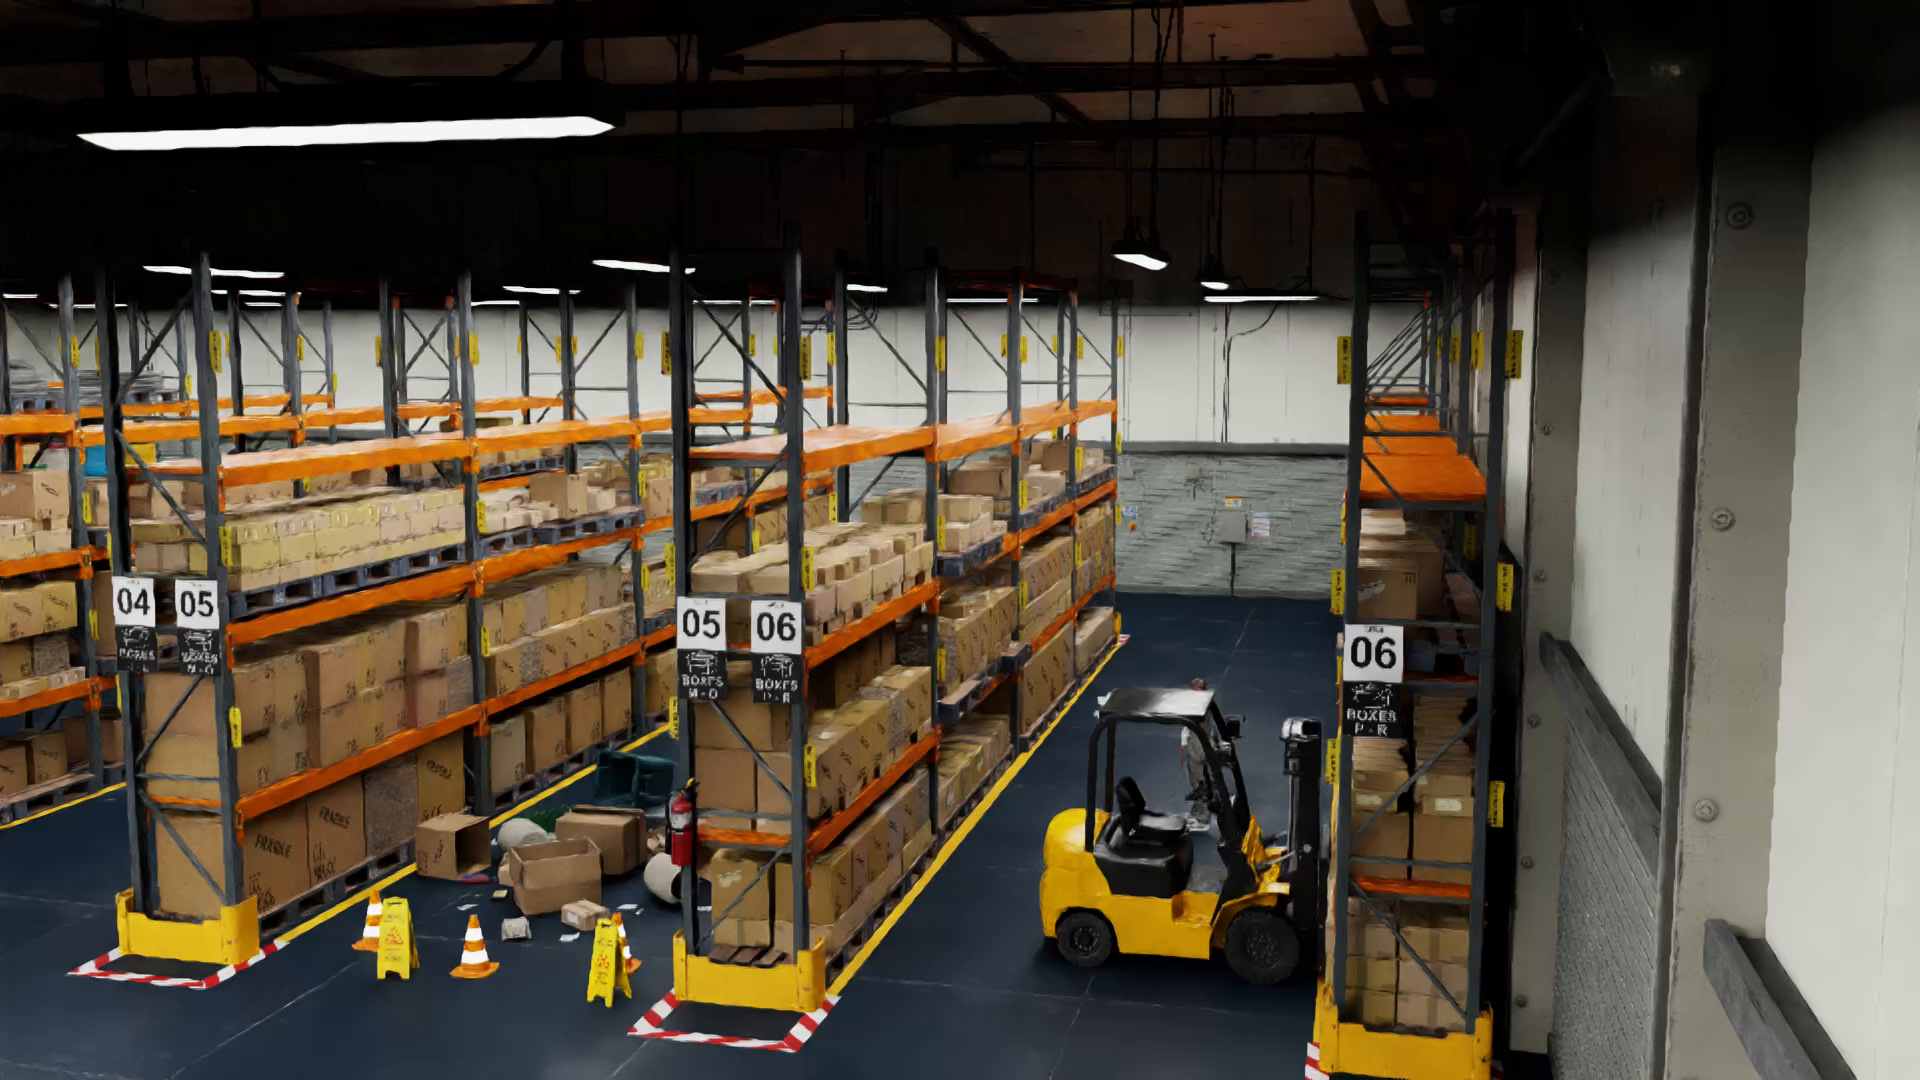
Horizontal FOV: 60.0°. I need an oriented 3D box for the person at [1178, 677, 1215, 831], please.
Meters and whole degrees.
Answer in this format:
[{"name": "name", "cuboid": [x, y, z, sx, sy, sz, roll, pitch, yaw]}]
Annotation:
[{"name": "person", "cuboid": [2.488, 2.231, 17.539, 0.521, 1.592, 0.511, 6, 9, 41]}]
